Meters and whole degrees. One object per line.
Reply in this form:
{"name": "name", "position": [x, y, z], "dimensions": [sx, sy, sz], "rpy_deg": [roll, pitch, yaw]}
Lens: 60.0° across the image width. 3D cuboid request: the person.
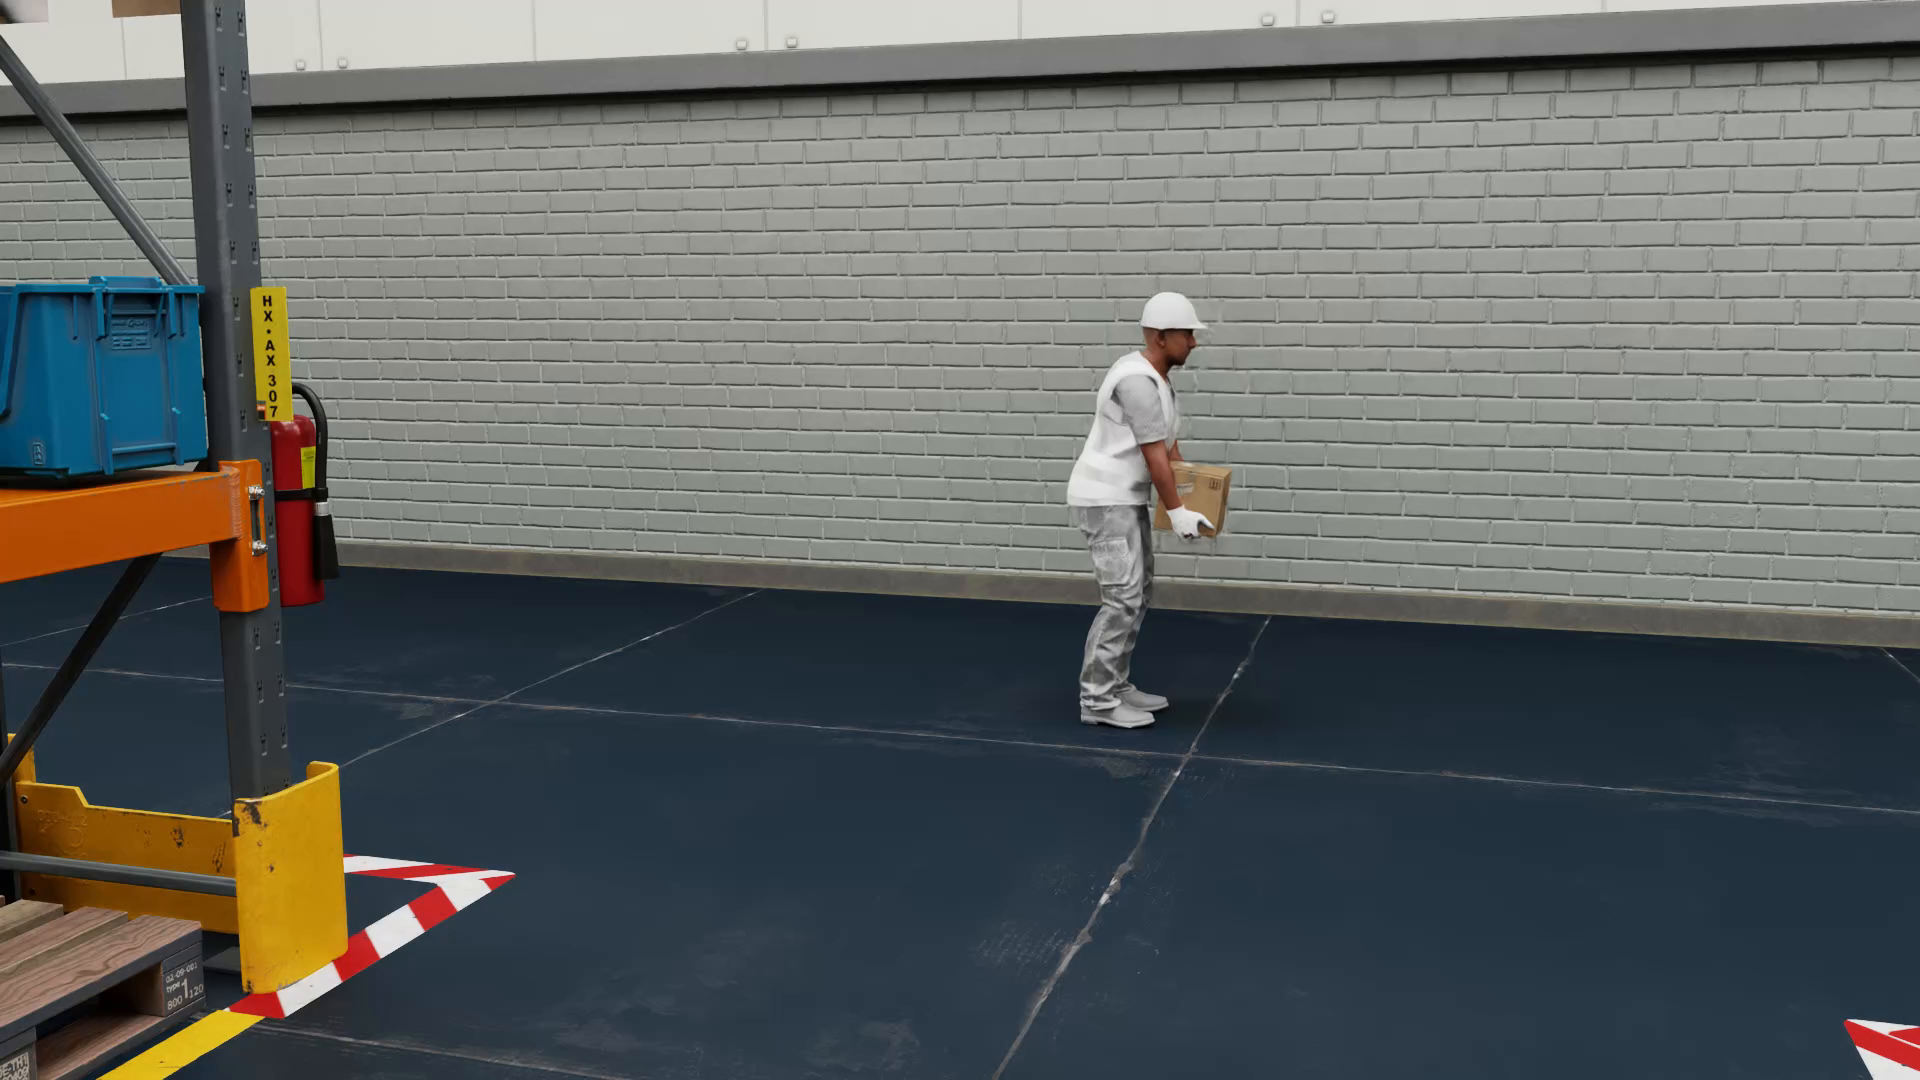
{"name": "person", "position": [0.749, -0.128, 6.777], "dimensions": [0.610, 1.744, 0.488], "rpy_deg": [2, 9, 15]}
